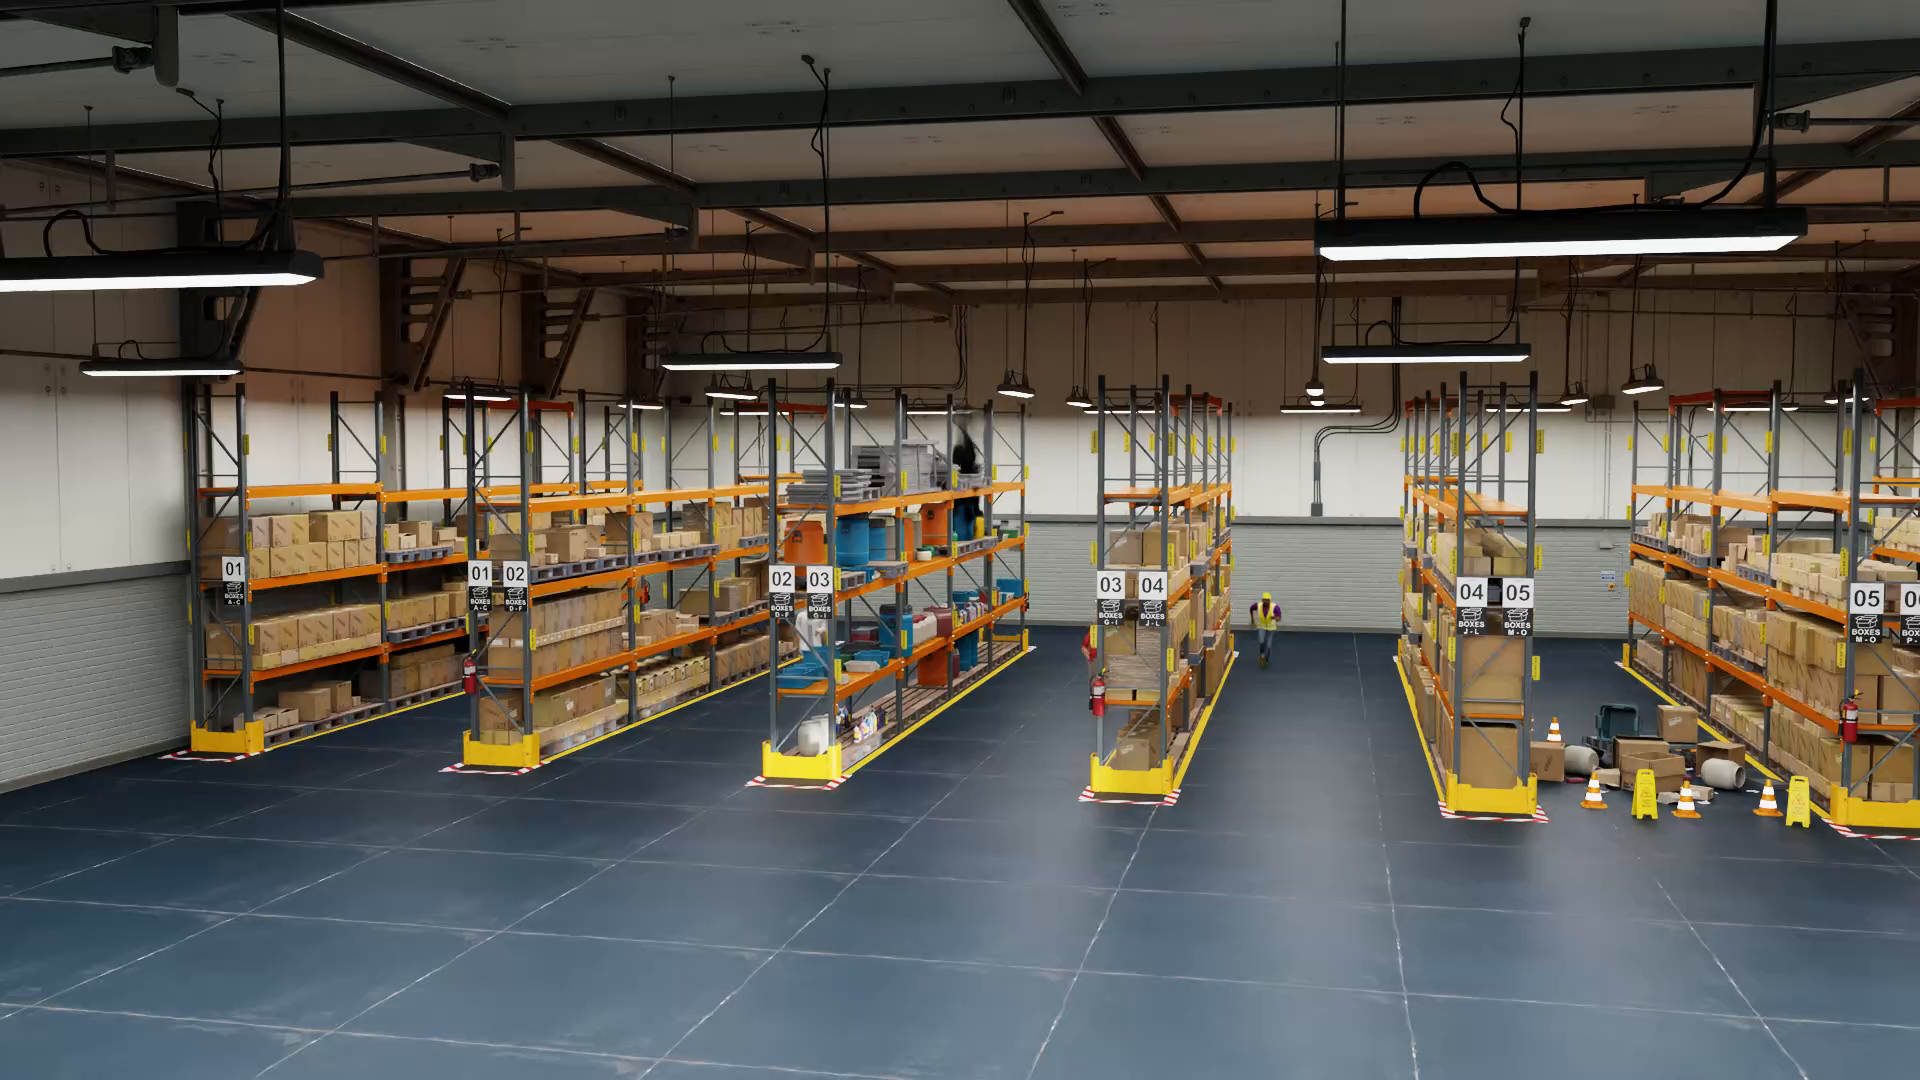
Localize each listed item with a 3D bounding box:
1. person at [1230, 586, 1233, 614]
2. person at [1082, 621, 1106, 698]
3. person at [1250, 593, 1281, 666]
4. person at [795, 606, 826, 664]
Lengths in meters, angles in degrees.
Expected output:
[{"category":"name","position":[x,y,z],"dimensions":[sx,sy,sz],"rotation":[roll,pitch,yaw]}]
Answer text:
[{"category":"person","position":[6.437,1.884,41.178],"dimensions":[0.582,1.614,0.888],"rotation":[-2,4,-33]},{"category":"person","position":[2.644,2.374,31.561],"dimensions":[0.673,1.735,0.814],"rotation":[0,3,5]},{"category":"person","position":[6.838,2.011,37.230],"dimensions":[0.683,1.678,0.864],"rotation":[0,3,8]},{"category":"person","position":[-3.098,2.173,34.480],"dimensions":[0.636,1.830,0.936],"rotation":[0,3,-5]}]
